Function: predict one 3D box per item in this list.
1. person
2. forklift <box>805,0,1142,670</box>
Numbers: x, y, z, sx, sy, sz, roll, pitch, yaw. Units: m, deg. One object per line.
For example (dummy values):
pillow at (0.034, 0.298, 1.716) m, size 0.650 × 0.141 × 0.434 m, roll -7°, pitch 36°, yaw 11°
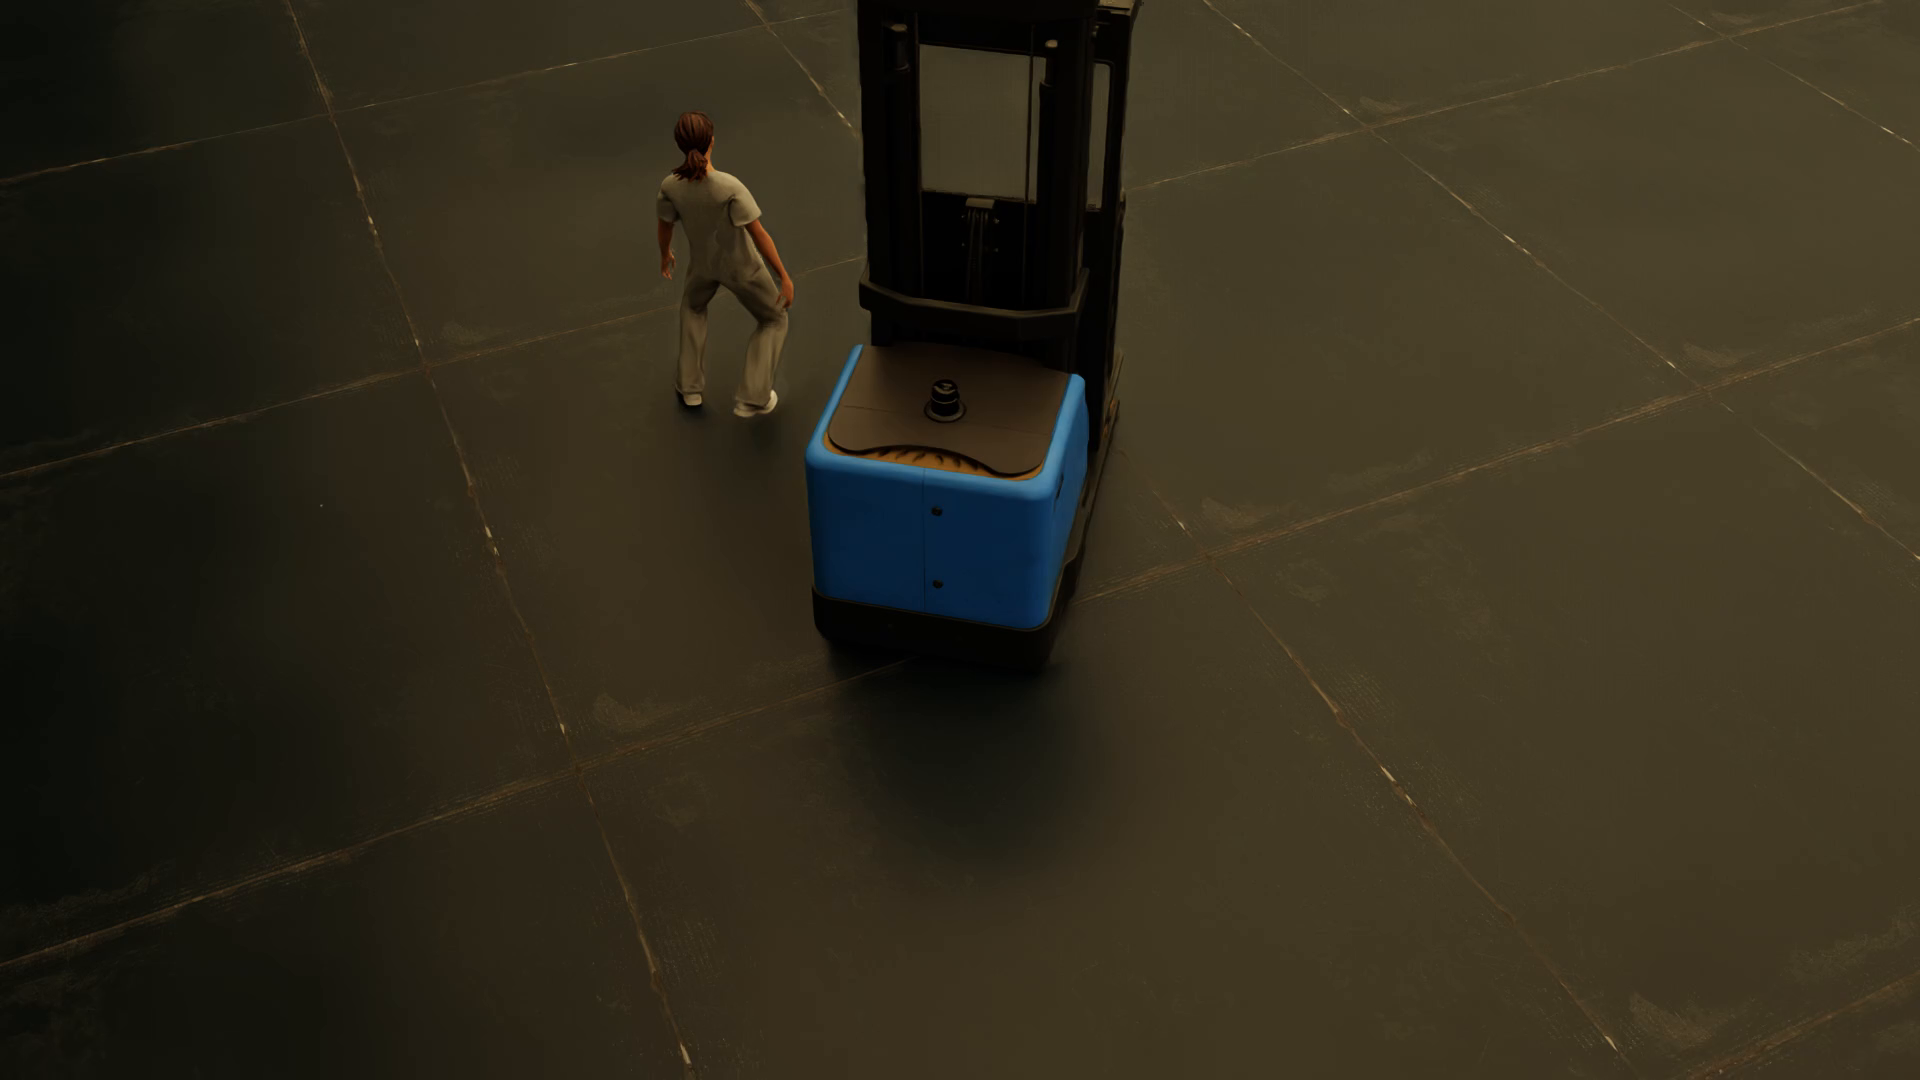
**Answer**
person at (-1.148, -1.299, 8.053) m, size 0.780 × 1.599 × 0.484 m, roll 15°, pitch 45°, yaw 16°
forklift at (0.190, -1.534, 7.324) m, size 1.130 × 2.935 × 3.031 m, roll 9°, pitch 44°, yaw 9°
